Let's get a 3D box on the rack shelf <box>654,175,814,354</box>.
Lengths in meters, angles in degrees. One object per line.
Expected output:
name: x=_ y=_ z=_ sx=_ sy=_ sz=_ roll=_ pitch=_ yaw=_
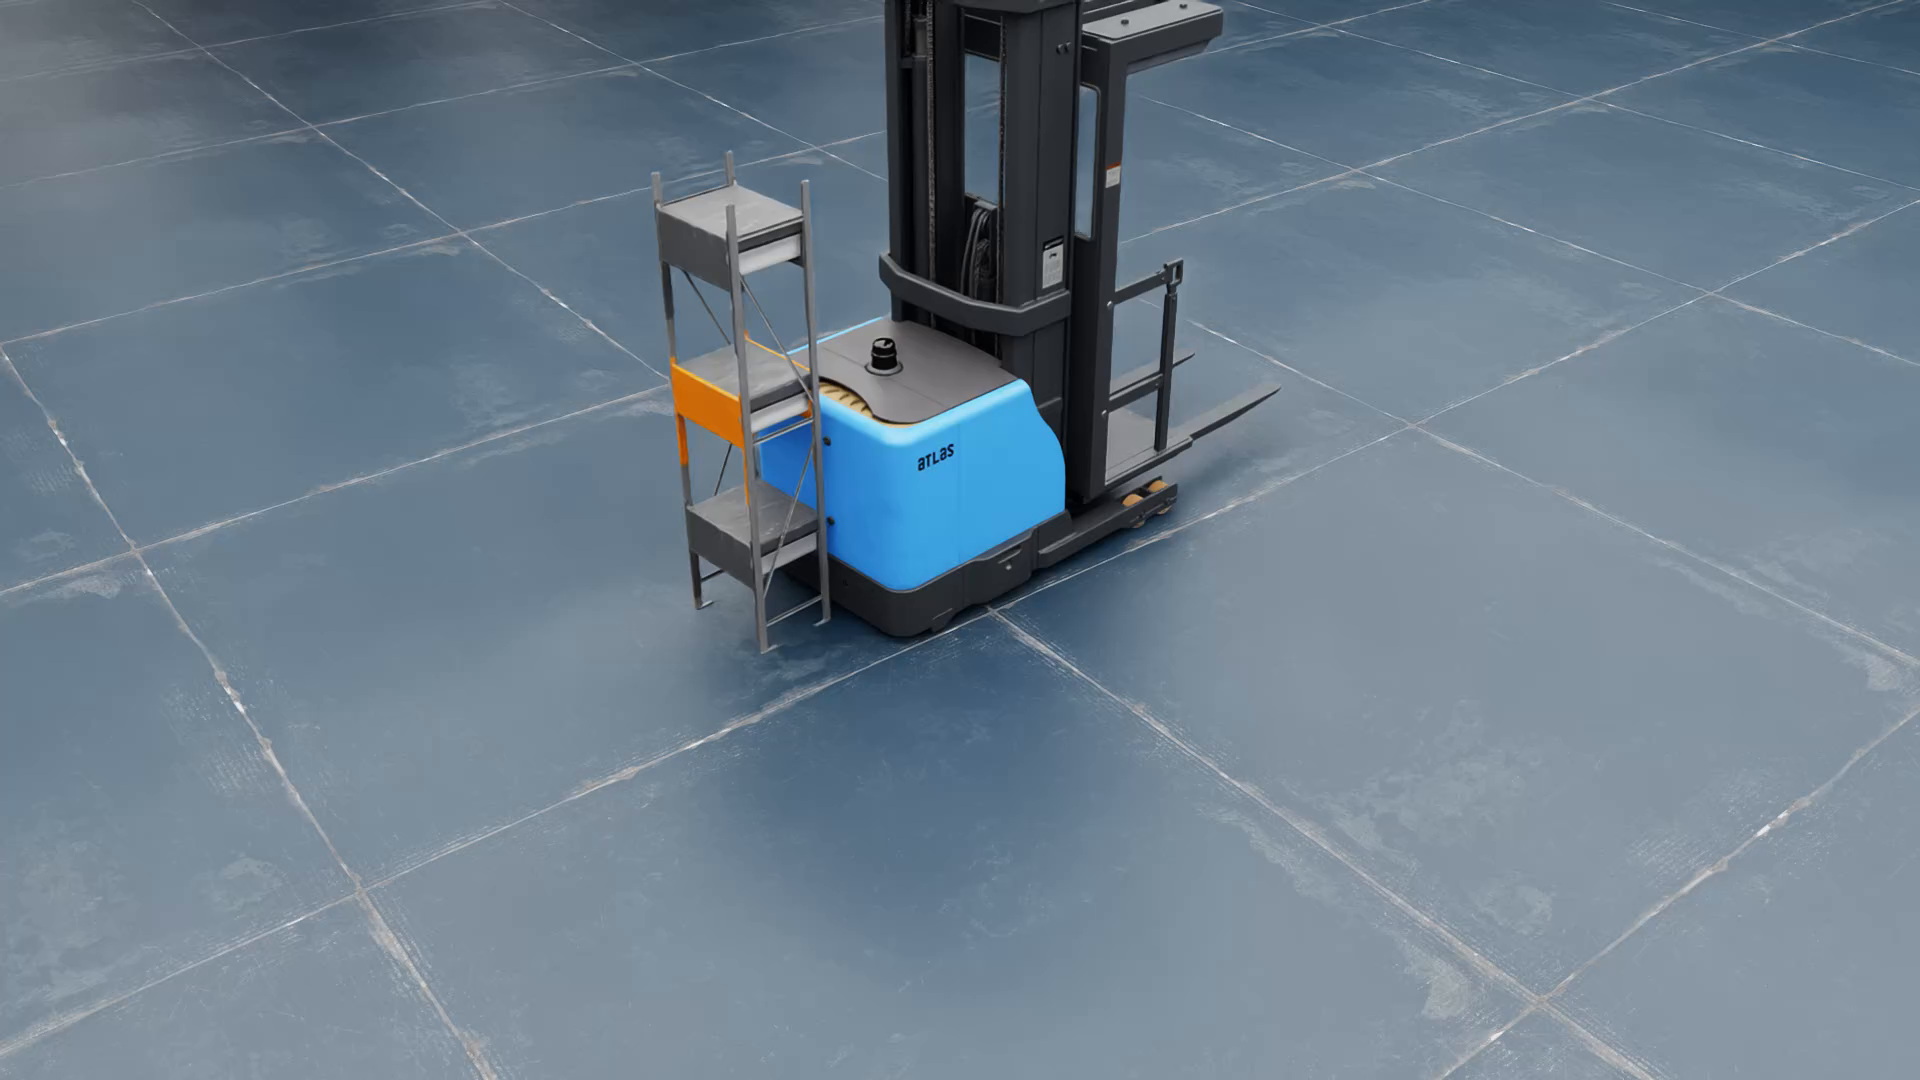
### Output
rack shelf: x=-0.914 y=-1.128 z=6.775 sx=0.431 sy=0.518 sz=0.480 roll=-27 pitch=41 yaw=-36

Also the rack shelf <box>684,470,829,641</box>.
rack shelf: x=-0.914 y=0.061 z=7.514 sx=0.431 sy=0.518 sz=0.480 roll=-27 pitch=41 yaw=-36

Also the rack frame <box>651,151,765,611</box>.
rack frame: x=-1.084 y=-0.637 z=7.286 sx=0.400 sy=2.100 sz=0.015 roll=-27 pitch=41 yaw=-36

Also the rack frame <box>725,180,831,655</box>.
rack frame: x=-0.744 y=-0.453 z=6.989 sx=0.400 sy=2.100 sz=0.015 roll=-27 pitch=41 yaw=-36

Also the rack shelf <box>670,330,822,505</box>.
rack shelf: x=-0.914 y=-0.533 z=7.145 sx=0.431 sy=0.518 sz=0.480 roll=-27 pitch=41 yaw=-36

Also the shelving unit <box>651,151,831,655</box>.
shelving unit: x=-0.914 y=-0.545 z=7.137 sx=0.431 sy=2.100 sz=0.503 roll=-27 pitch=41 yaw=-36

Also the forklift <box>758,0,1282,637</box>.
forklift: x=0.465 y=-1.483 z=7.859 sx=3.031 sy=2.935 sz=1.130 roll=-27 pitch=41 yaw=-36
